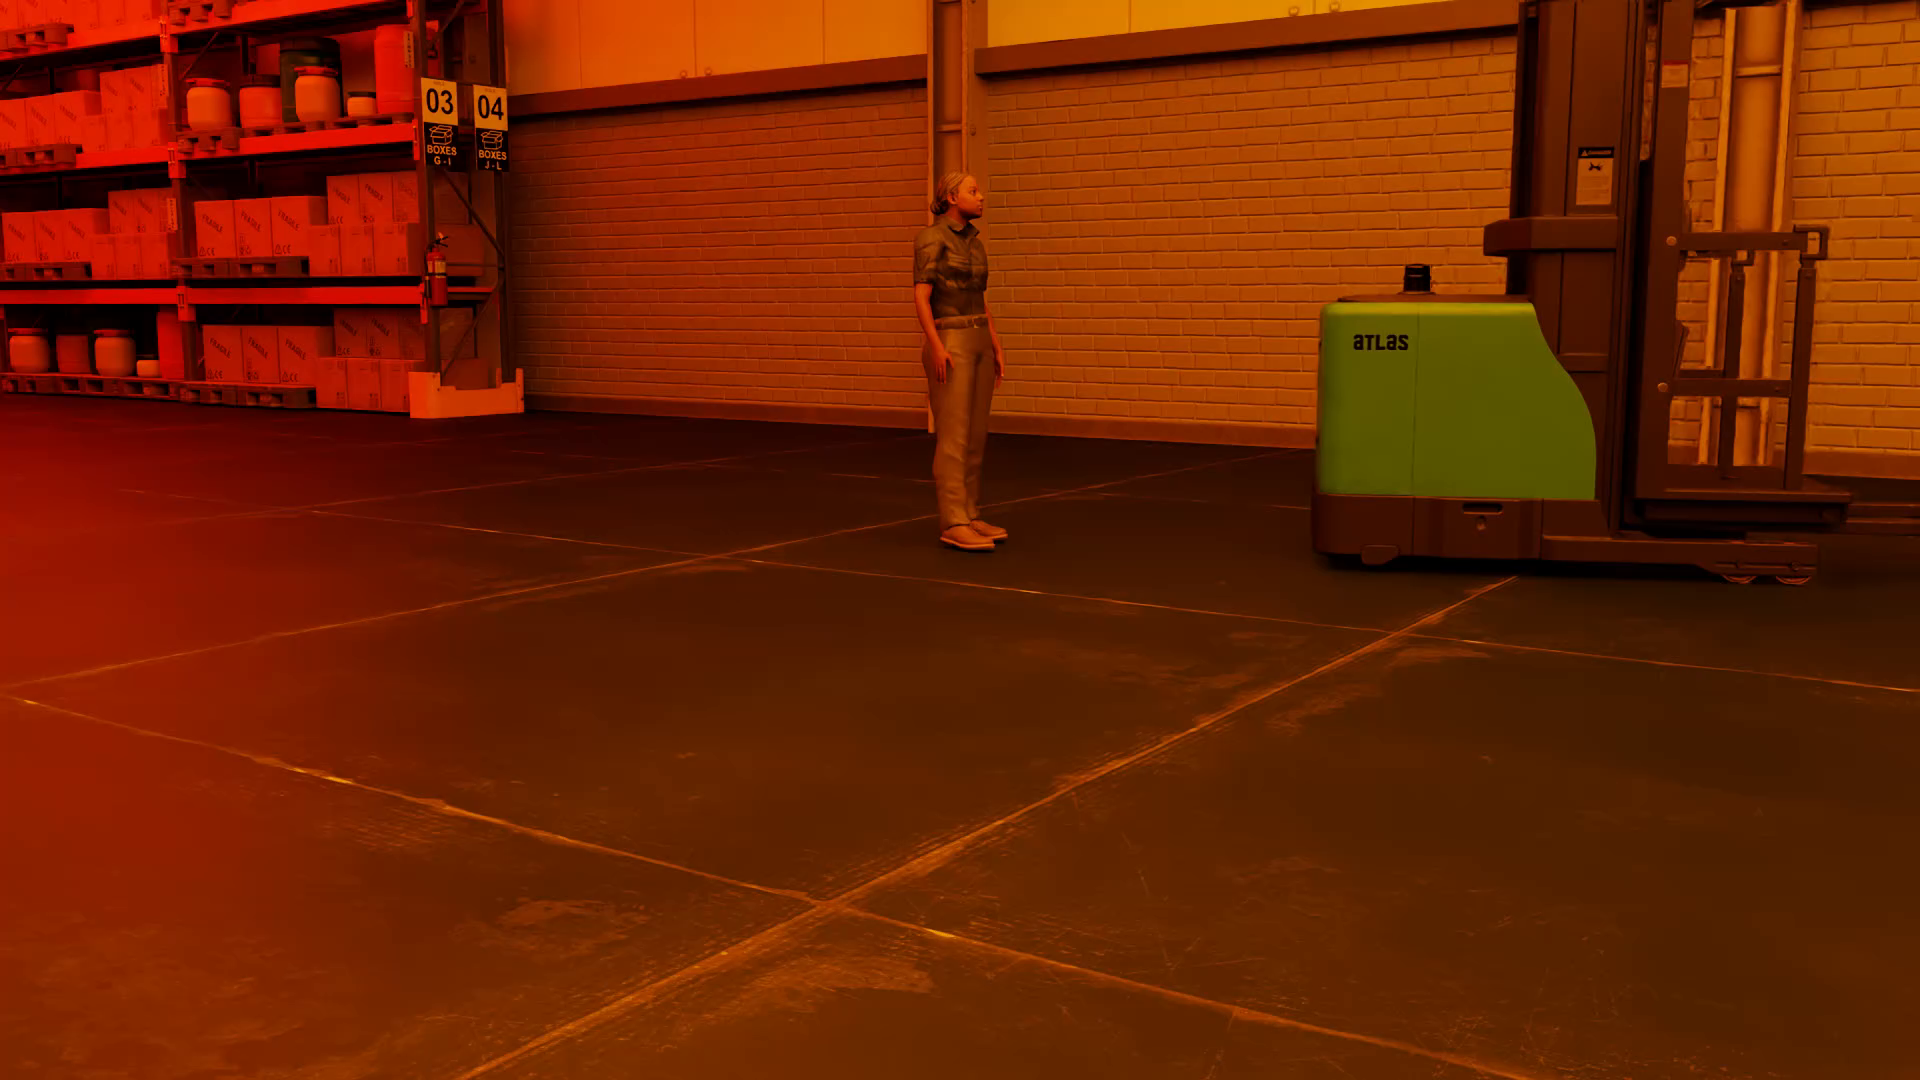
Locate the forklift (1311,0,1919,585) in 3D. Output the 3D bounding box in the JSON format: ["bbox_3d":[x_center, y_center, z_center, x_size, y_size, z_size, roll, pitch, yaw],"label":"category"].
[{"bbox_3d":[3.019,-1.358,6.743,3.031,2.935,1.130,2,8,11],"label":"forklift"}]

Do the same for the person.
[{"bbox_3d":[0.061,-0.816,7.422,0.504,1.654,0.570,5,10,34],"label":"person"}]
